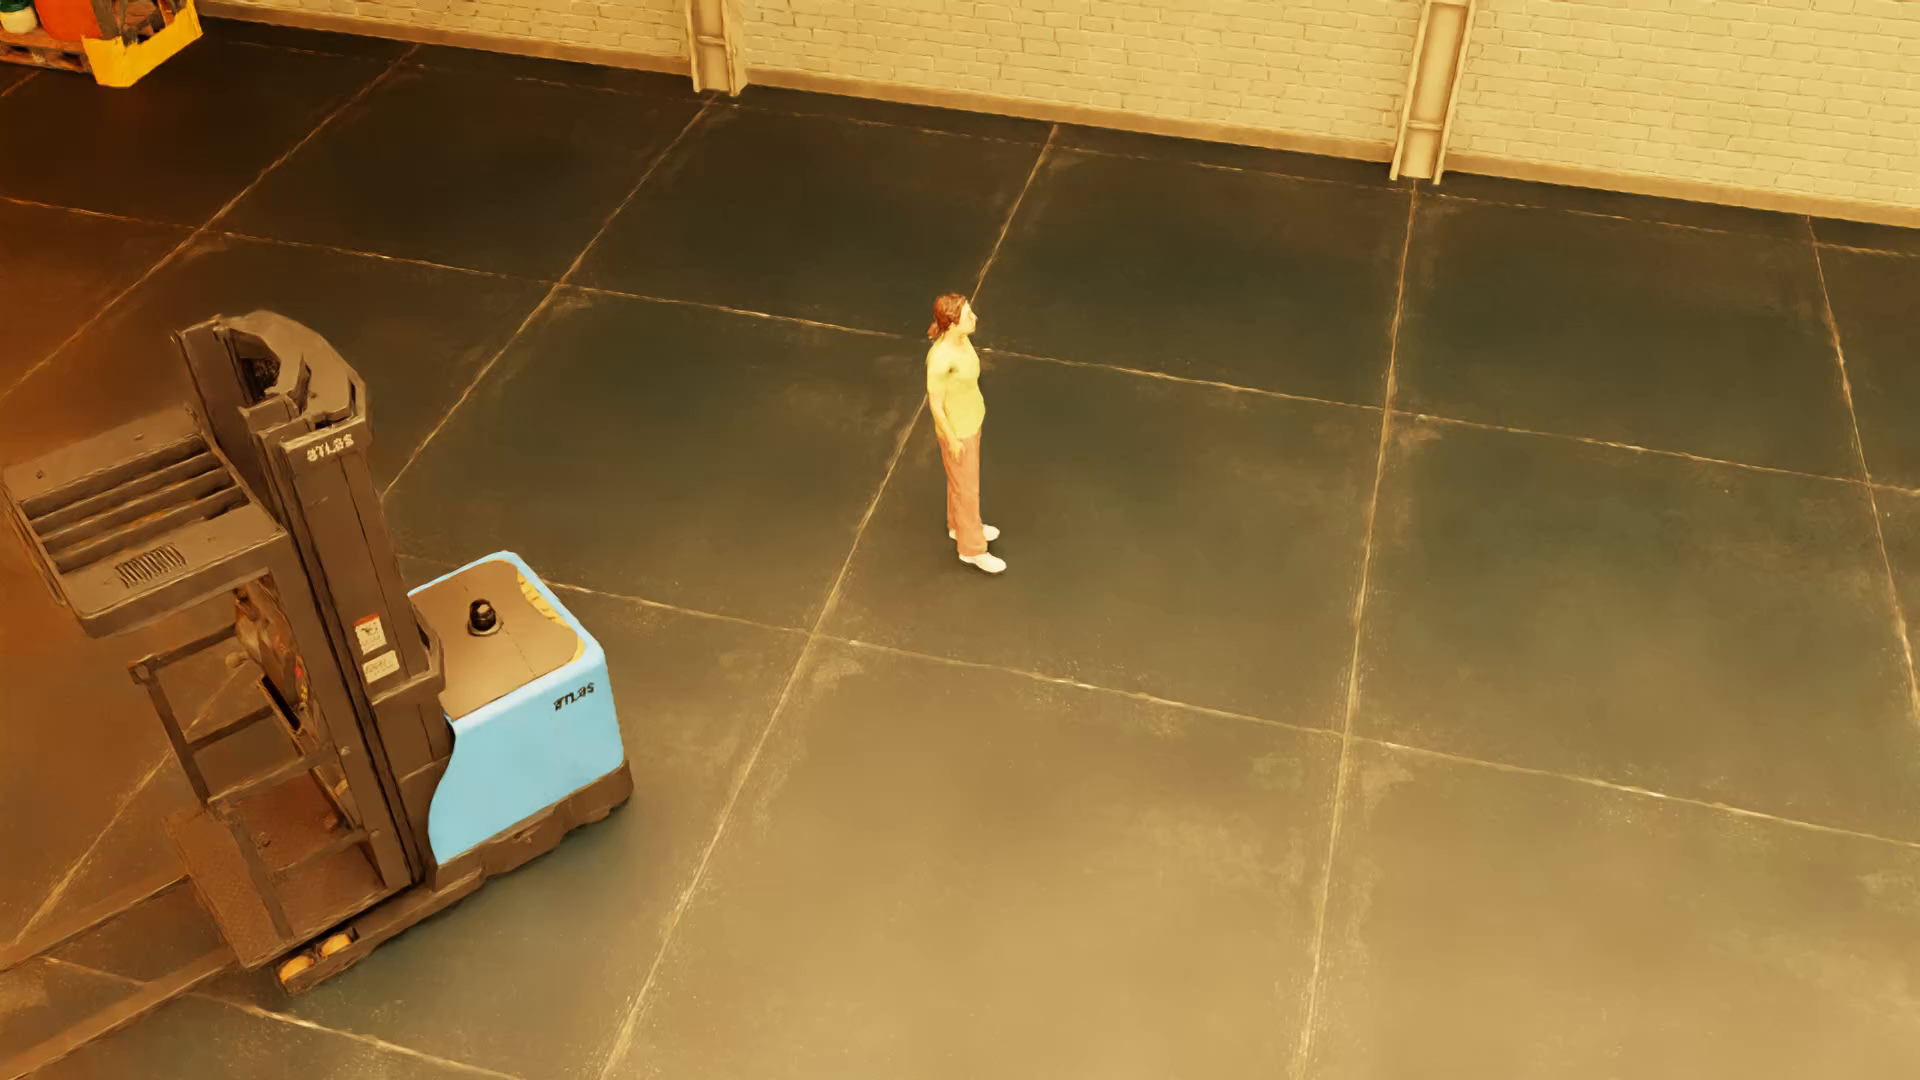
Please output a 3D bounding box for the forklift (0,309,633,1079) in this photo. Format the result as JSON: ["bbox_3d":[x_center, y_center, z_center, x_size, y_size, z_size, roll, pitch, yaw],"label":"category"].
[{"bbox_3d":[-3.140,0.593,7.185,3.031,2.935,1.130,-28,48,-28],"label":"forklift"}]

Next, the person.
[{"bbox_3d":[0.068,-0.646,9.480,0.549,1.673,0.554,10,42,11],"label":"person"}]
